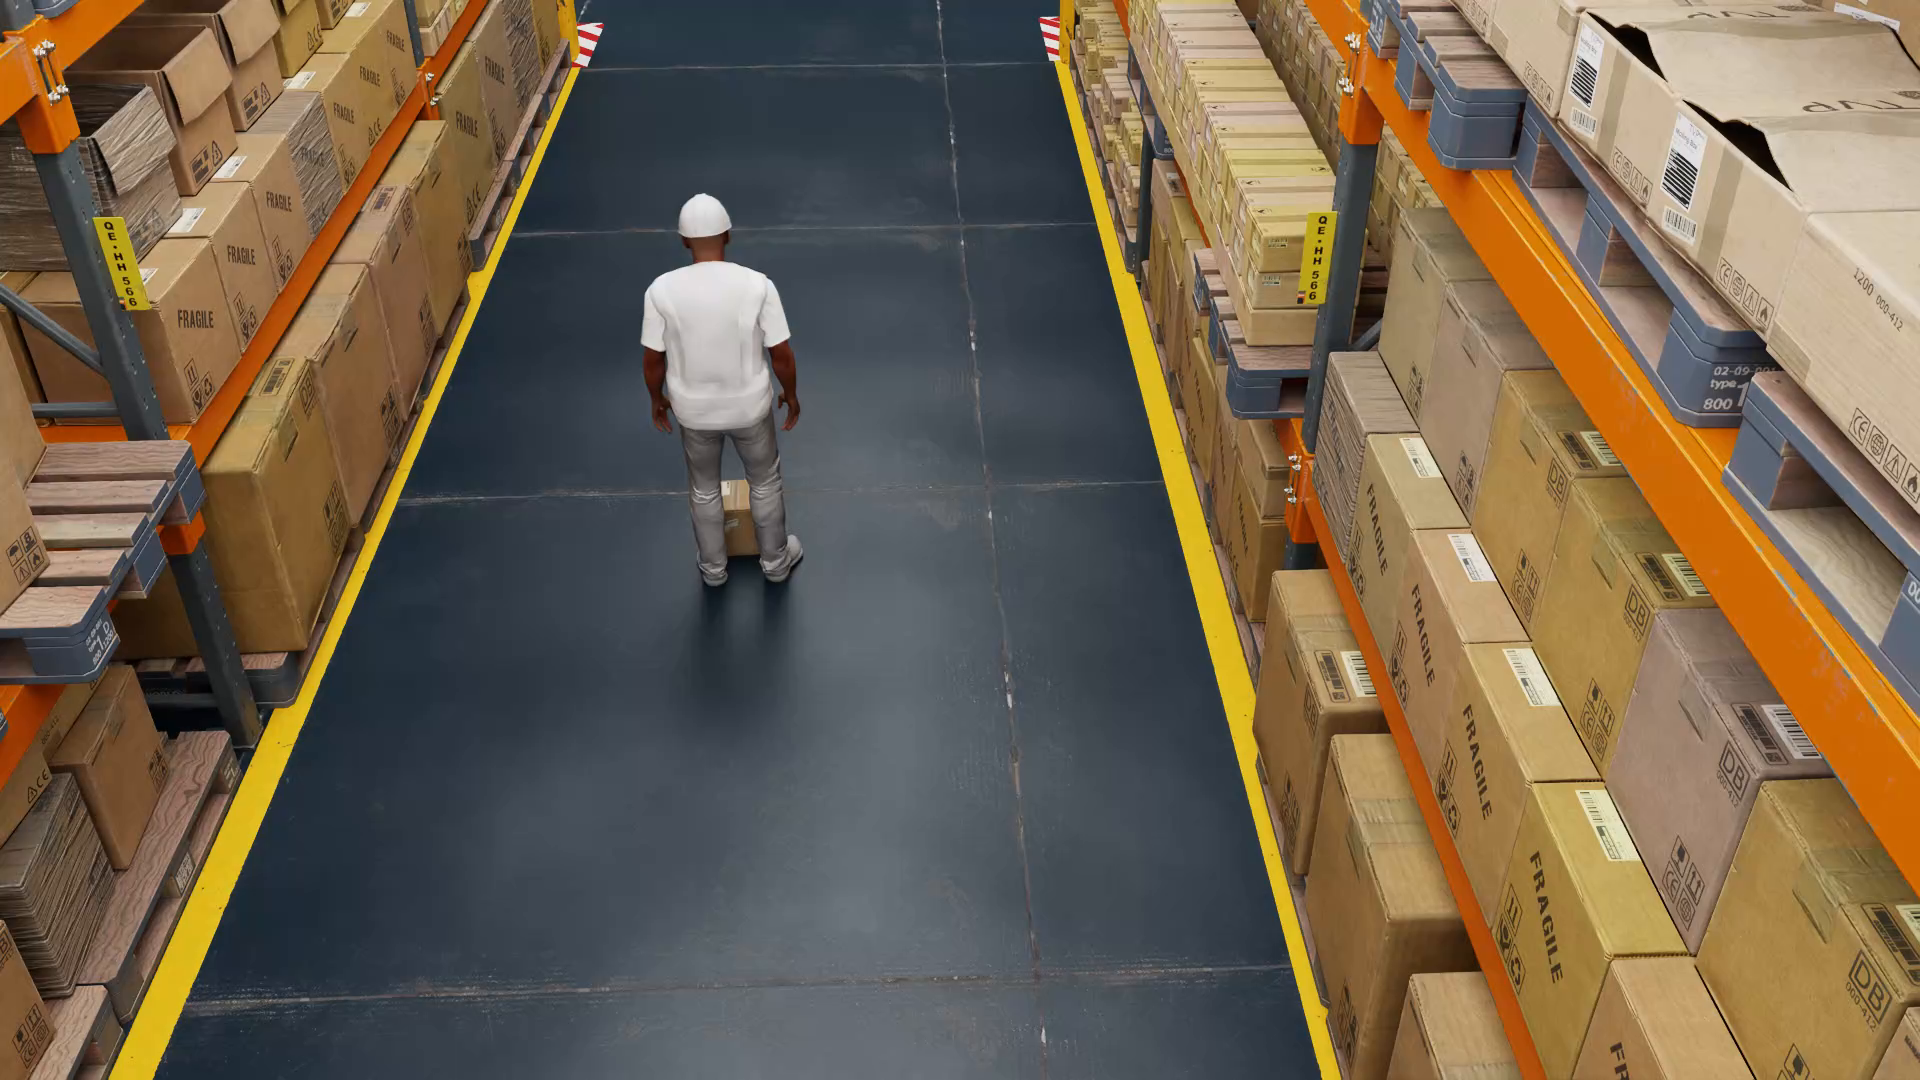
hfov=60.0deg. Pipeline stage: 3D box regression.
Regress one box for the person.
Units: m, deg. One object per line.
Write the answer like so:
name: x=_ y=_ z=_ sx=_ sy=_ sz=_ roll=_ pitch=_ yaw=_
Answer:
person: x=-0.989 y=-0.593 z=6.974 sx=0.627 sy=1.761 sz=0.460 roll=-2 pitch=35 yaw=-2
